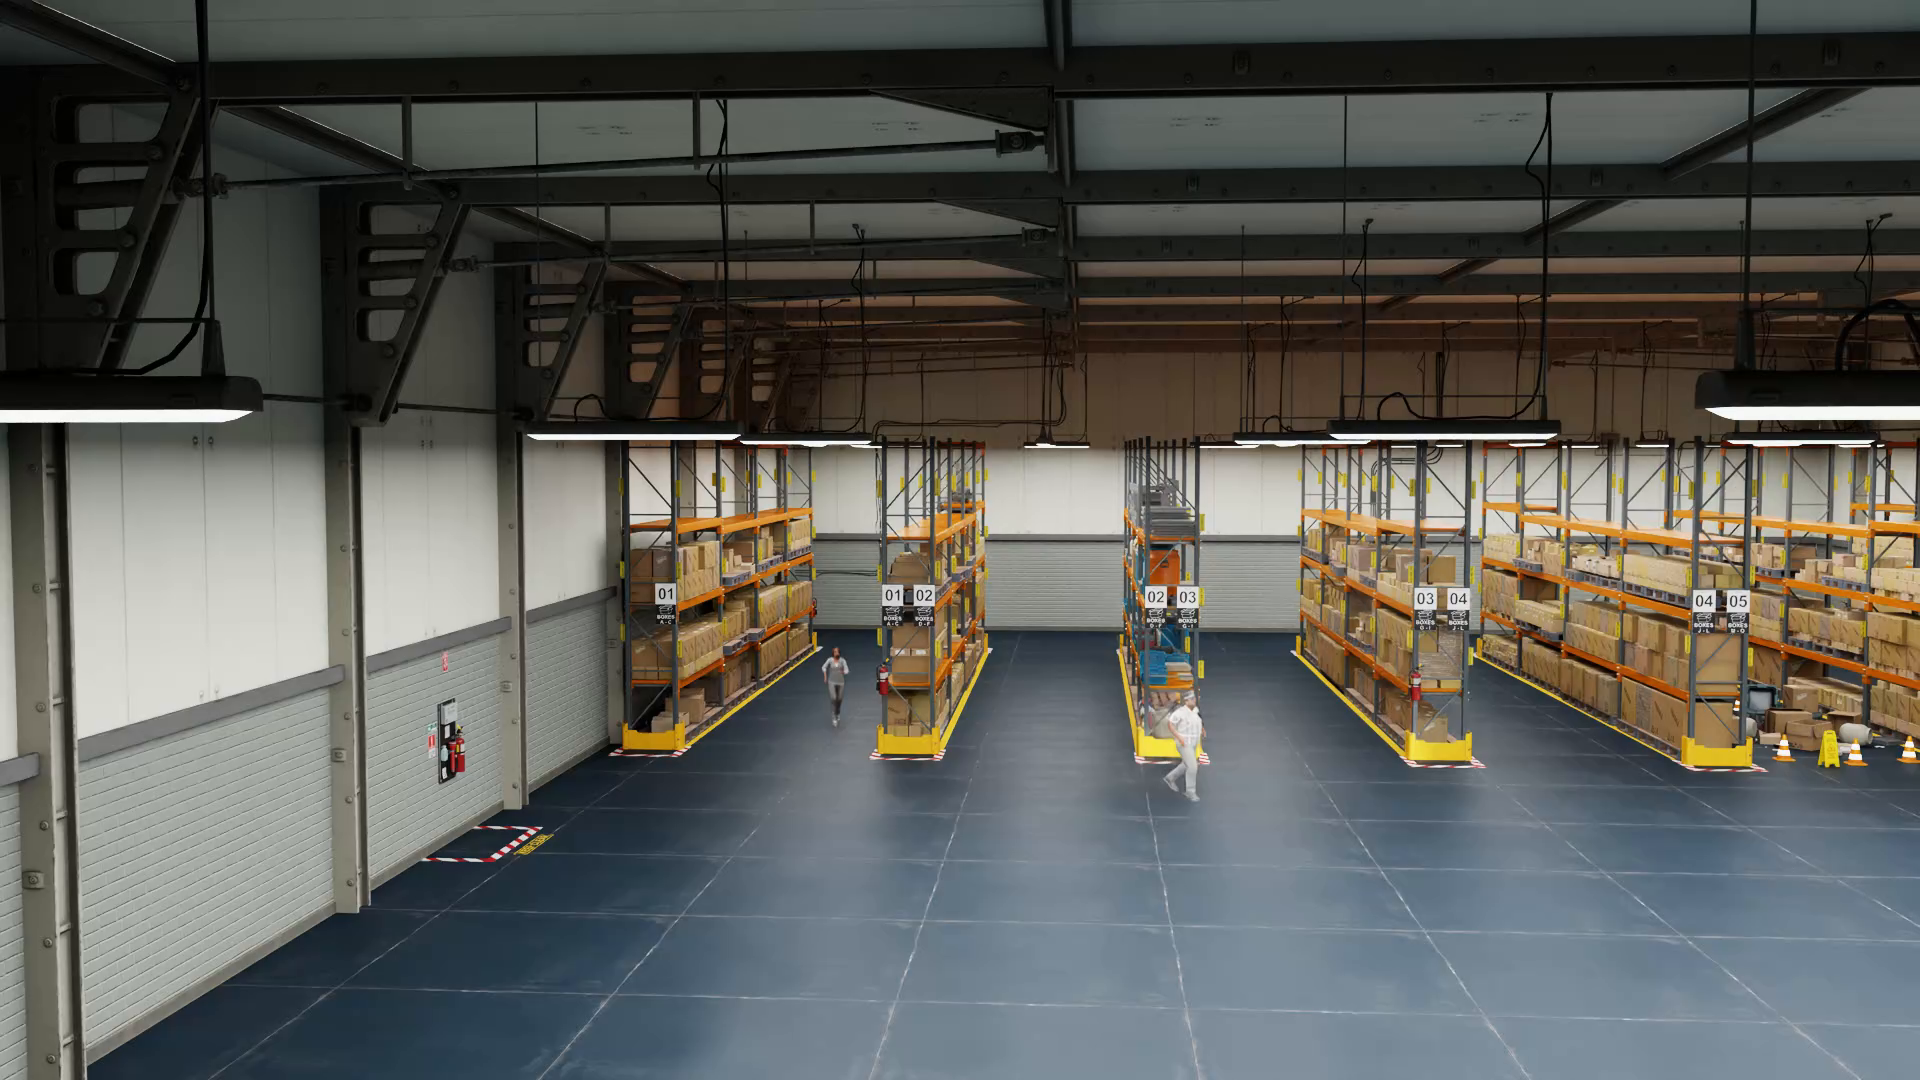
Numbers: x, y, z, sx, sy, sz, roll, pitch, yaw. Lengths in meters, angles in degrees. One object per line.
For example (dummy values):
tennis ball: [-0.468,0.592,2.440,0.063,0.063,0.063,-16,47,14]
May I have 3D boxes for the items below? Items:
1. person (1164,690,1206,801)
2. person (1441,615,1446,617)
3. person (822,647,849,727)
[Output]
person: [3.701,3.378,27.475,0.793,1.845,0.675,3,4,40]
person: [13.237,2.375,46.472,0.721,1.772,0.881,2,4,34]
person: [-2.596,3.043,34.831,0.519,1.626,0.797,-1,3,-13]
